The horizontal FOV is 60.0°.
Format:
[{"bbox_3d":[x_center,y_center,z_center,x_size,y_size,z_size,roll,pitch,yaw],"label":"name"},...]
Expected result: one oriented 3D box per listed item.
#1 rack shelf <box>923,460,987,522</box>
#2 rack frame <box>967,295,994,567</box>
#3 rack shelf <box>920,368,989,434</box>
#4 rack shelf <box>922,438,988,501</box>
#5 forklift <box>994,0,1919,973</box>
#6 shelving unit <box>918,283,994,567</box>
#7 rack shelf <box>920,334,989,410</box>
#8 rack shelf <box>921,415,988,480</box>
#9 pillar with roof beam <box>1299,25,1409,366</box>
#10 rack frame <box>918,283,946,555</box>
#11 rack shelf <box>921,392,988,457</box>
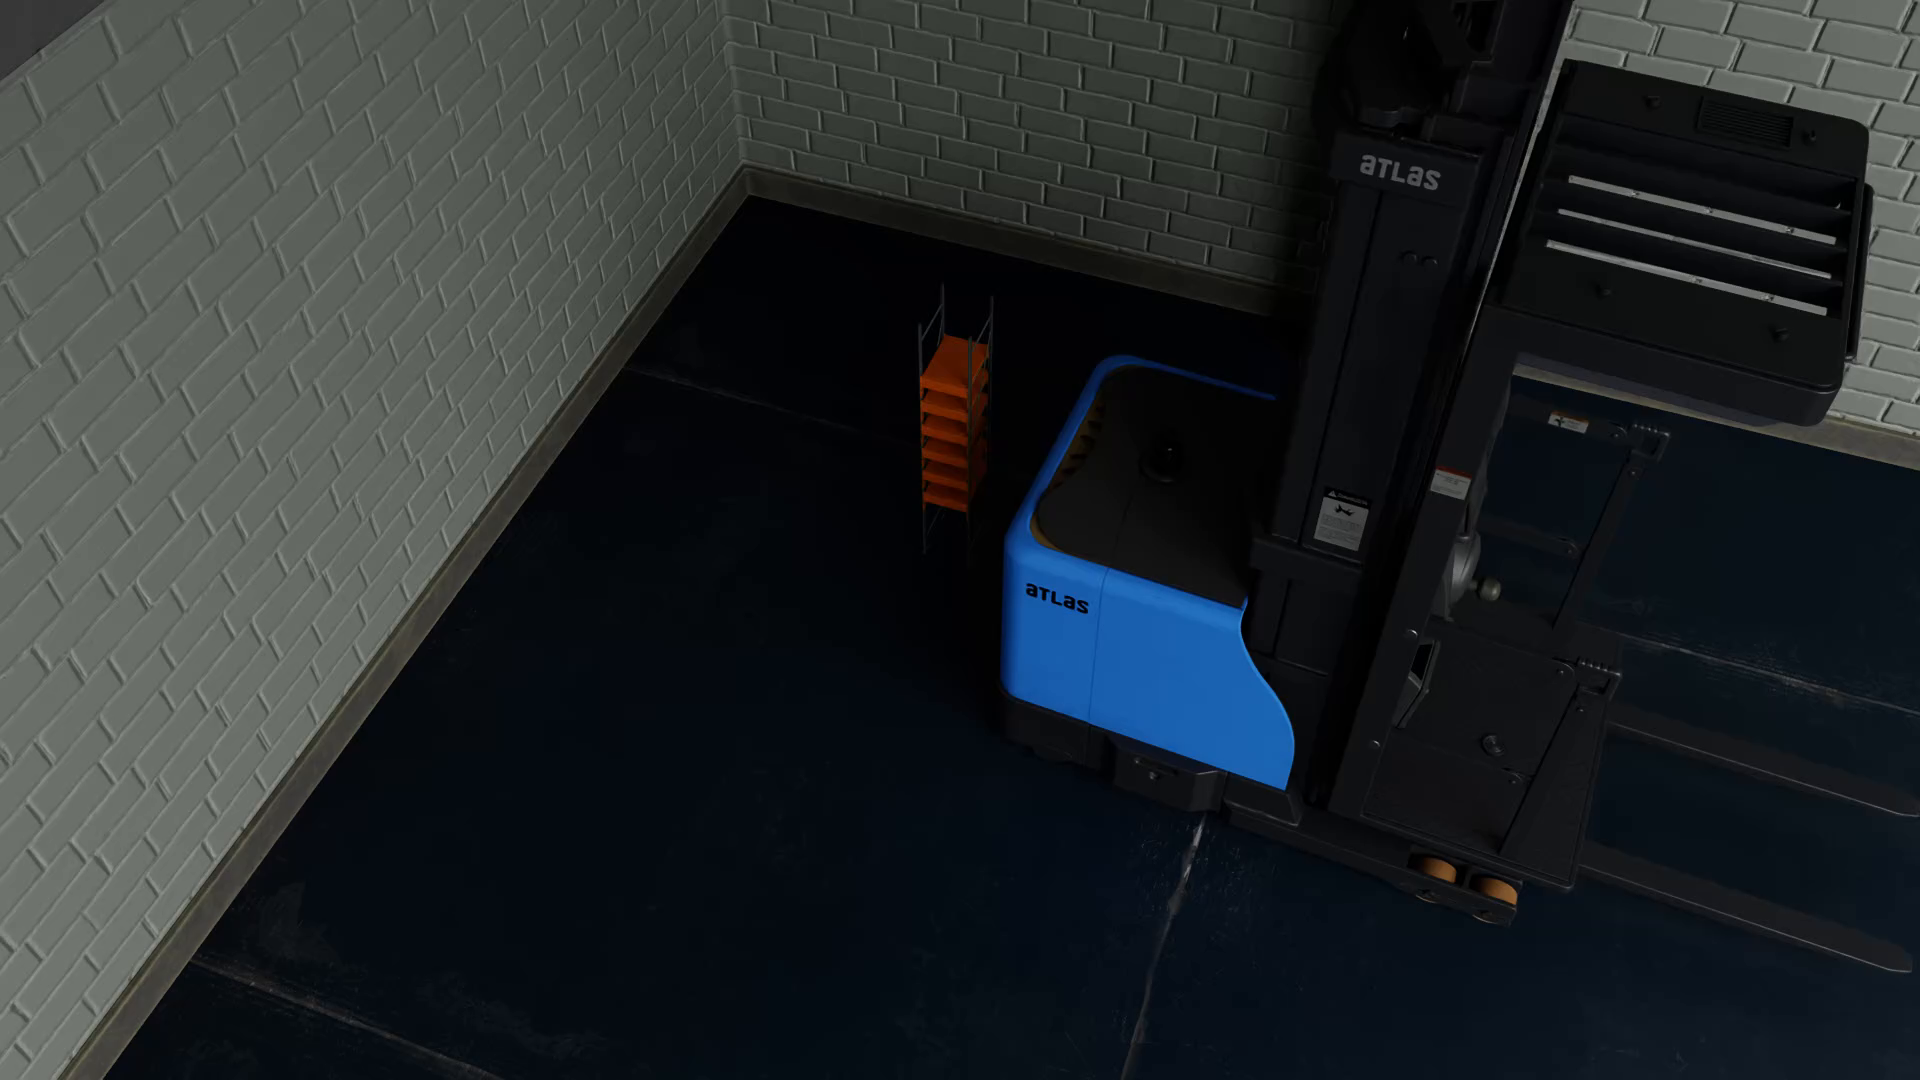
[{"bbox_3d":[-0.014,-0.210,6.381,0.180,0.103,0.258,16,51,13],"label":"rack shelf"},{"bbox_3d":[0.072,-0.373,6.146,0.006,1.200,0.240,16,51,13],"label":"rack frame"},{"bbox_3d":[-0.014,-0.525,6.019,0.180,0.103,0.258,16,51,13],"label":"rack shelf"},{"bbox_3d":[-0.014,-0.289,6.291,0.180,0.103,0.258,16,51,13],"label":"rack shelf"},{"bbox_3d":[1.689,-0.150,4.807,3.031,2.935,1.130,18,51,15],"label":"forklift"},{"bbox_3d":[-0.014,-0.397,6.166,0.189,1.200,0.258,16,51,13],"label":"shelving unit"},{"bbox_3d":[-0.014,-0.603,5.928,0.180,0.103,0.258,16,51,13],"label":"rack shelf"},{"bbox_3d":[-0.014,-0.368,6.200,0.180,0.103,0.258,16,51,13],"label":"rack shelf"},{"bbox_3d":[0.230,-0.713,1.279,0.400,9.000,9.100,16,51,13],"label":"pillar with roof beam"},{"bbox_3d":[-0.099,-0.421,6.187,0.006,1.200,0.240,16,51,13],"label":"rack frame"},{"bbox_3d":[-0.014,-0.446,6.109,0.180,0.103,0.258,16,51,13],"label":"rack shelf"}]
